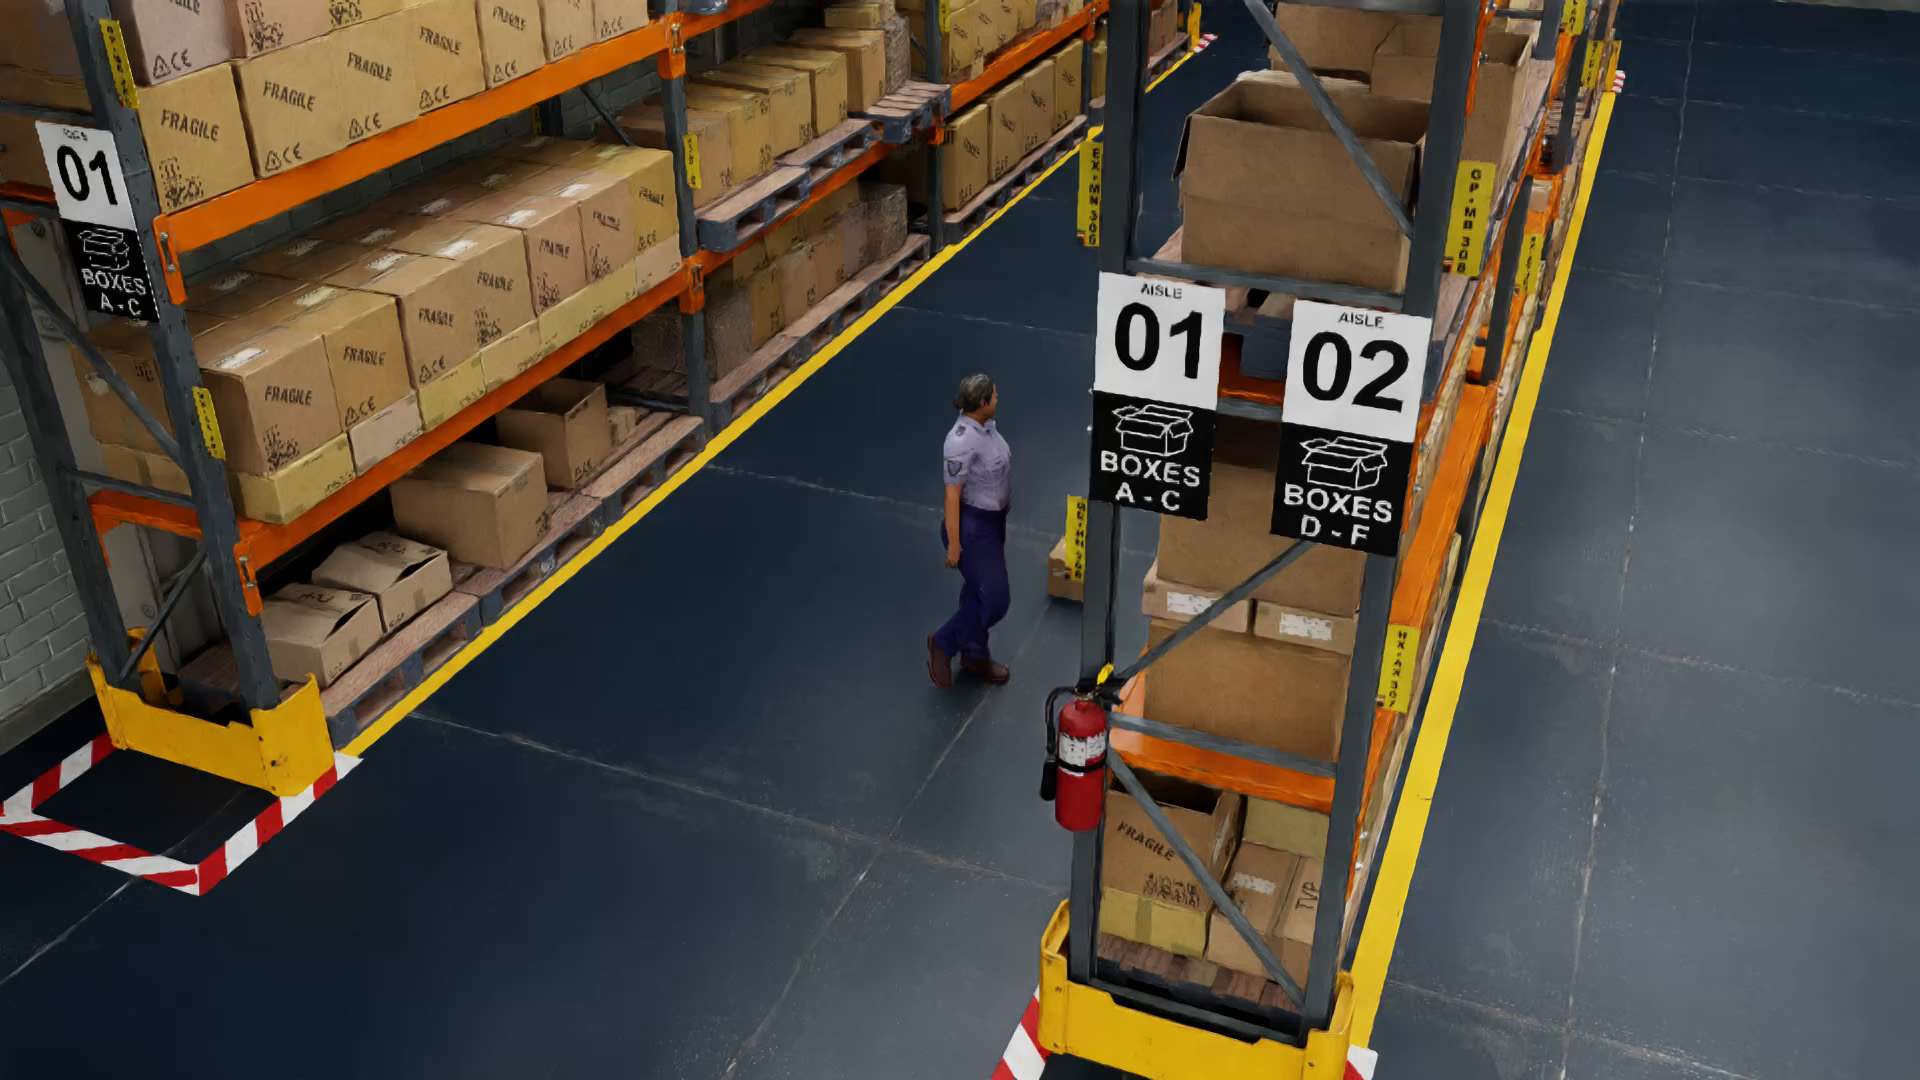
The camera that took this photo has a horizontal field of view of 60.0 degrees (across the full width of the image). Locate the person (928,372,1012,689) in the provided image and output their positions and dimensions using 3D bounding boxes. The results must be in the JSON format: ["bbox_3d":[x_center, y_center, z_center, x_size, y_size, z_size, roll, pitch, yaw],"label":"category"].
[{"bbox_3d":[0.086,-0.032,8.450,0.441,1.652,0.636,8,31,13],"label":"person"}]
